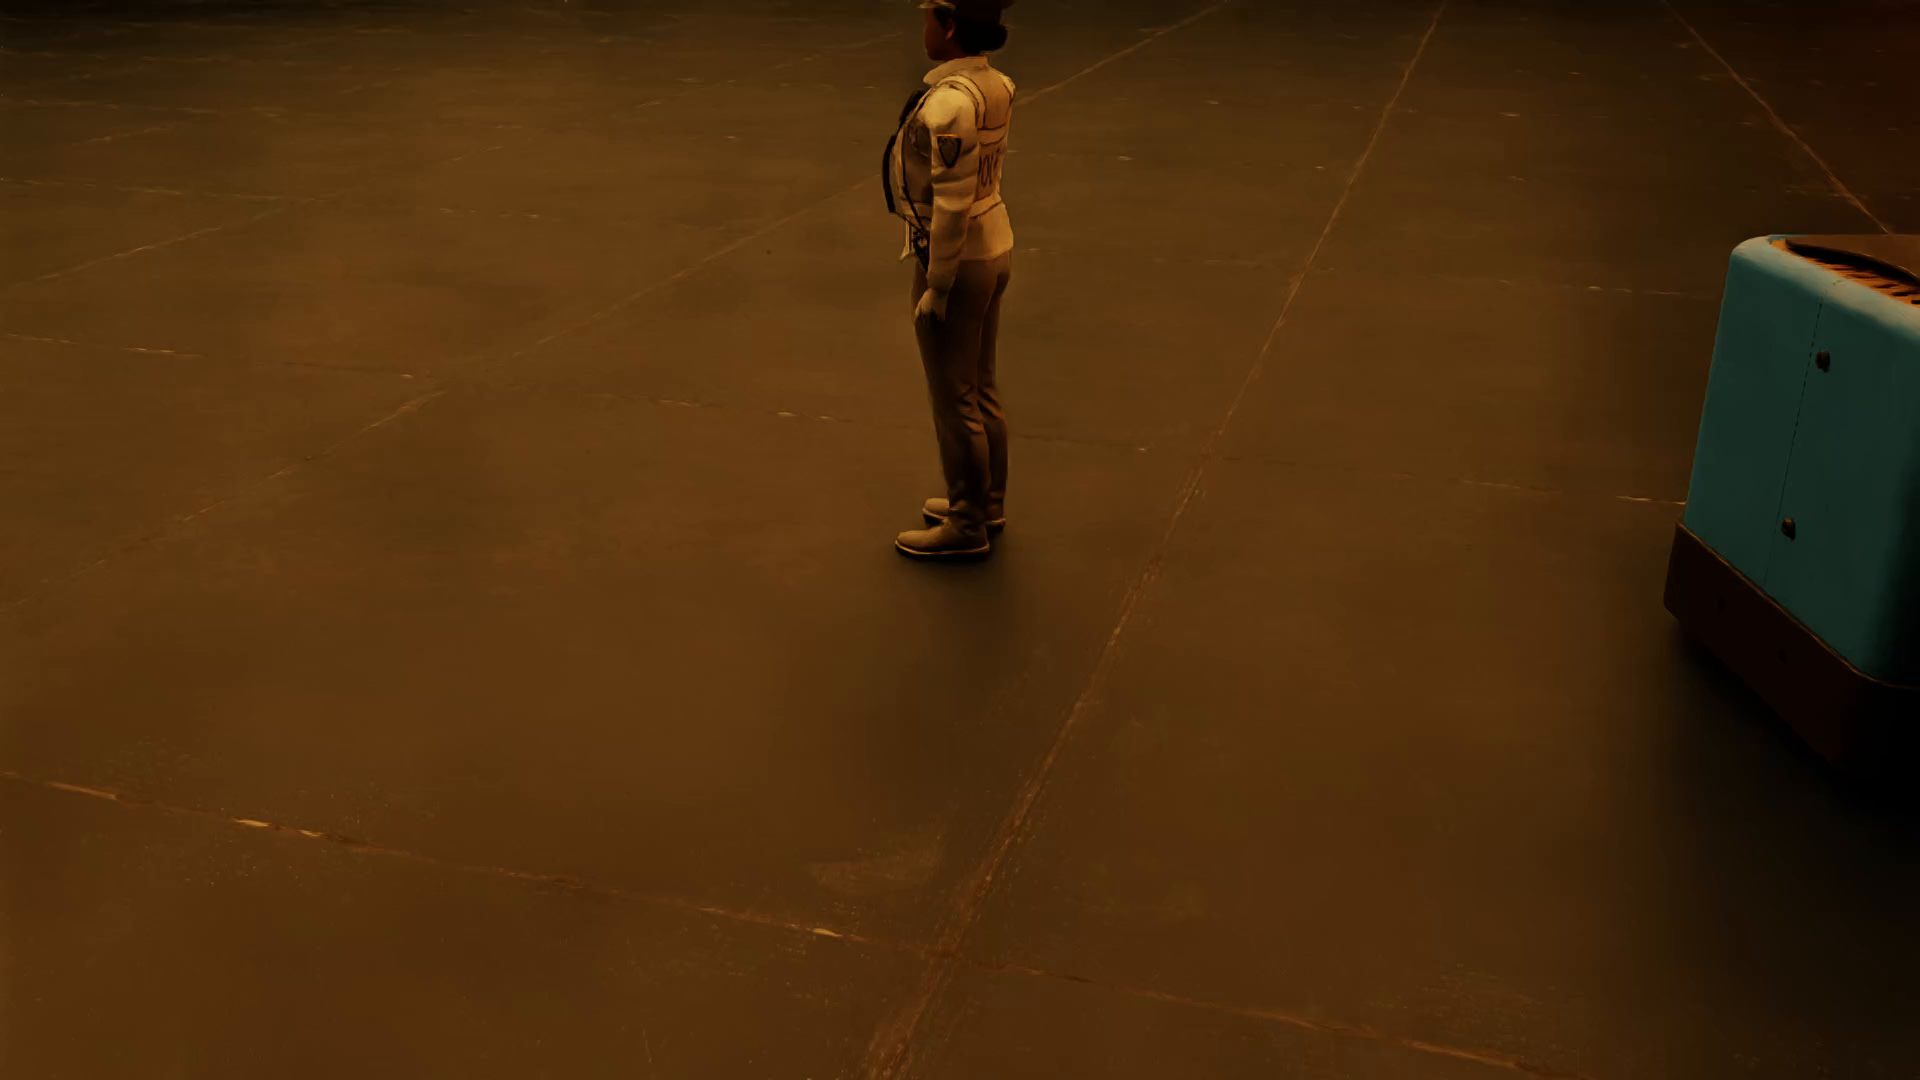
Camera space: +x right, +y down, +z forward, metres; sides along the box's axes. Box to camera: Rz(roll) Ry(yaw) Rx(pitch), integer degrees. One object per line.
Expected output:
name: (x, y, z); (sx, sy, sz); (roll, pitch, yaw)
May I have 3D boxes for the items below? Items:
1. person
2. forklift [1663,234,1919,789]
person: (-0.015, -0.781, 4.802); (0.337, 1.692, 0.463); (7, 23, 16)
forklift: (3.438, -0.971, 3.632); (3.031, 2.935, 1.130); (-1, 22, -2)
